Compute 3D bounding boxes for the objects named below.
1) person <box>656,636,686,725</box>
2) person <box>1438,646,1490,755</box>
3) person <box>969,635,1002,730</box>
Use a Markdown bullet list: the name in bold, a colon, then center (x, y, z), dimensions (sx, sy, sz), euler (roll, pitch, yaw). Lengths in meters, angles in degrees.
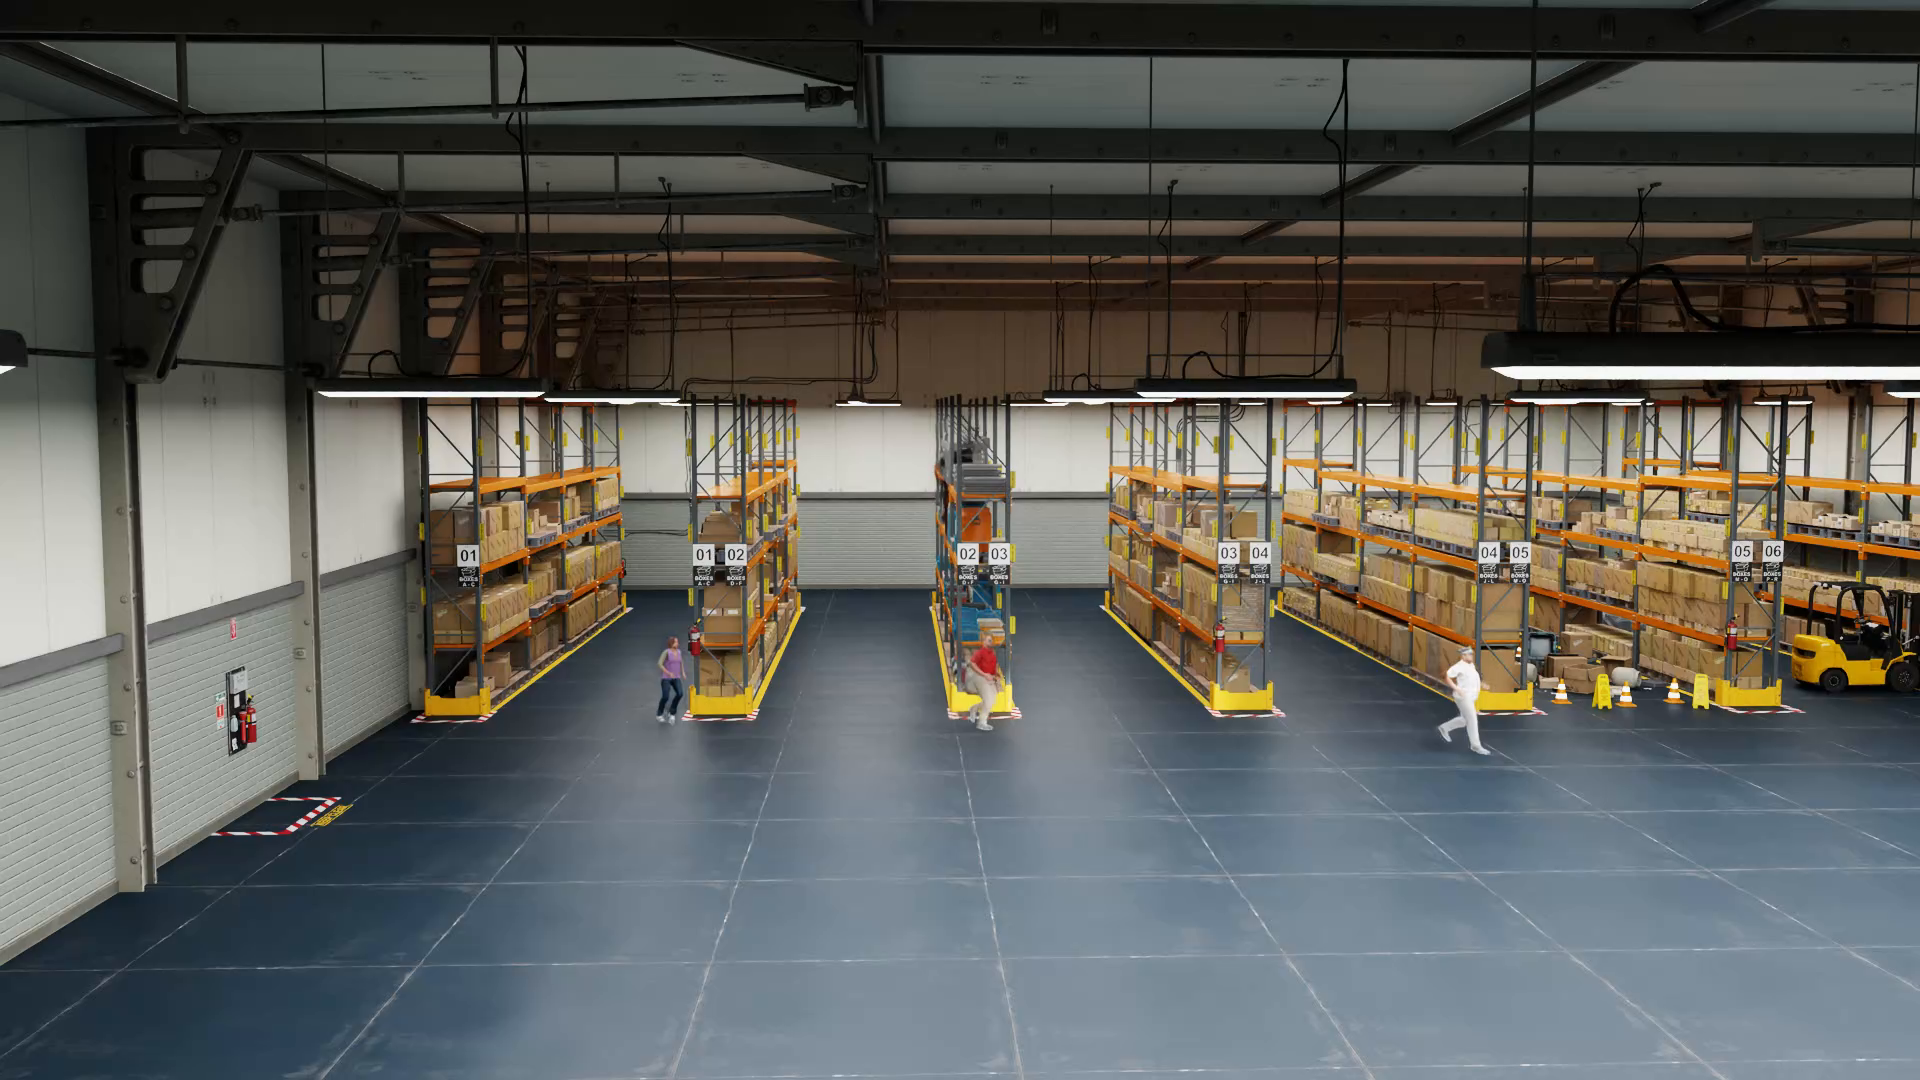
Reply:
- **person**: center (-5.240, 2.547, 30.340), dimensions (0.597, 1.576, 0.570), euler (-3, 6, -37)
- **person**: center (8.451, 2.654, 27.875), dimensions (0.951, 1.785, 0.664), euler (4, 6, 39)
- **person**: center (0.441, 2.537, 29.934), dimensions (0.622, 1.673, 0.713), euler (3, 5, 33)
